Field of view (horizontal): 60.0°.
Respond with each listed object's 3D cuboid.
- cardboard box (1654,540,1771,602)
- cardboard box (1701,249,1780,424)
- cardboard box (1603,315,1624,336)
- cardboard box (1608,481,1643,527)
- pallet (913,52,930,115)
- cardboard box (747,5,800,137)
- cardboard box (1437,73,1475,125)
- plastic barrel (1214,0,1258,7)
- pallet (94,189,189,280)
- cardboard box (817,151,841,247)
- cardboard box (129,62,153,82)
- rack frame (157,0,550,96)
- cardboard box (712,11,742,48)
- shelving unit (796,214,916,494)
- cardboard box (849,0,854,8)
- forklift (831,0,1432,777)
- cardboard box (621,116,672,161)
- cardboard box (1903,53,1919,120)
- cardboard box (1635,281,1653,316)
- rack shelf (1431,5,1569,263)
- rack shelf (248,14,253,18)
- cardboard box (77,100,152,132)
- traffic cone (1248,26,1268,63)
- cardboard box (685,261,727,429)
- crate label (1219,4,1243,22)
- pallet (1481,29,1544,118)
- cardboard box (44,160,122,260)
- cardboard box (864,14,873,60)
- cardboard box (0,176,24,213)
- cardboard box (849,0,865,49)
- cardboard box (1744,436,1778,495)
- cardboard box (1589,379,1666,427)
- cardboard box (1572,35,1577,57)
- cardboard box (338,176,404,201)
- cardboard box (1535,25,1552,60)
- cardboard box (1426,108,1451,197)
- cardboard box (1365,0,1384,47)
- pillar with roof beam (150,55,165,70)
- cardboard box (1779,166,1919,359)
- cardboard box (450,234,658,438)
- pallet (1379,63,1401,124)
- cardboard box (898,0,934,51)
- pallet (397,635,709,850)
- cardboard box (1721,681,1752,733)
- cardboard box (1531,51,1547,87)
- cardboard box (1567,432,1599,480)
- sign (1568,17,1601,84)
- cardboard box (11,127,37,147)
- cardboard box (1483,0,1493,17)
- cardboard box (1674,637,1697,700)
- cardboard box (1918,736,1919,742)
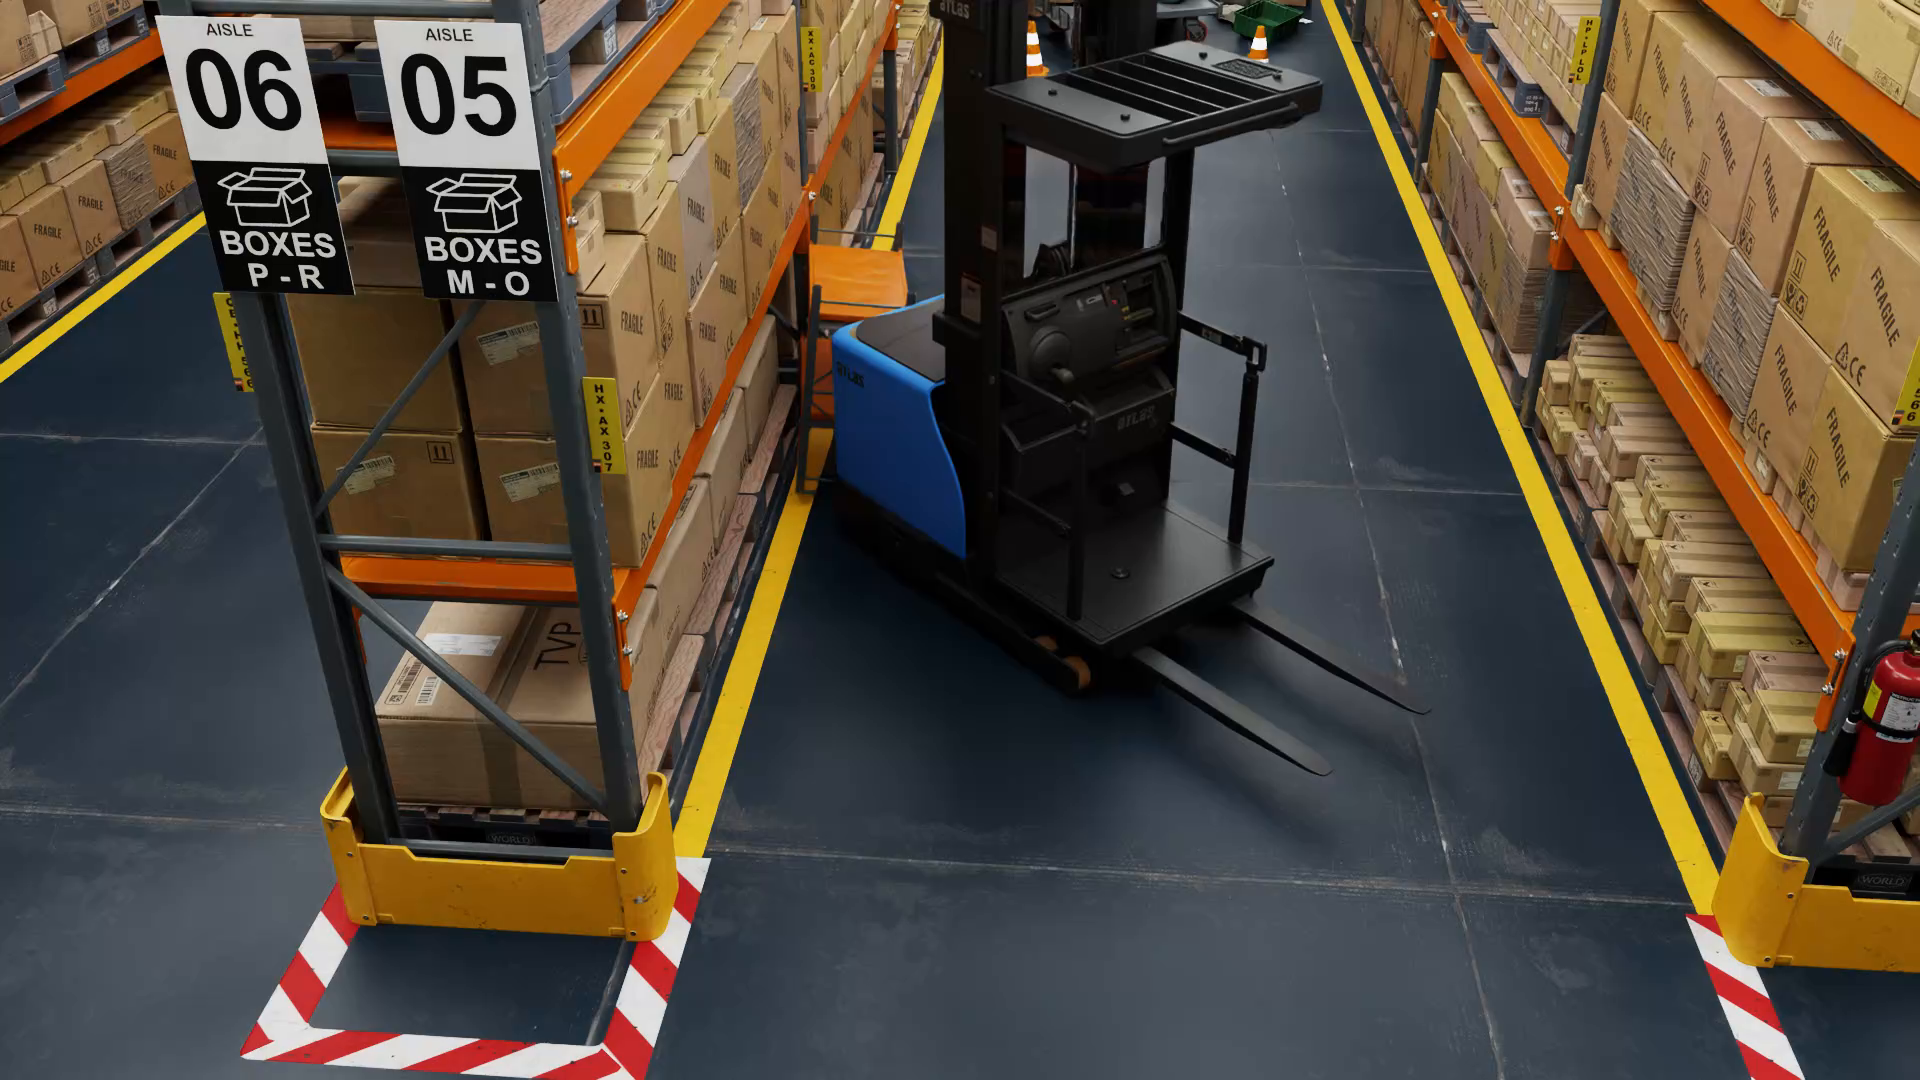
[{"bbox_3d":[3.124,0.138,6.917,0.380,0.149,0.250,4,32,6],"label":"cardboard box"},{"bbox_3d":[3.169,-0.760,6.246,0.500,0.500,0.500,3,32,4],"label":"cardboard box"},{"bbox_3d":[3.960,-1.392,9.632,0.500,0.500,0.500,4,32,6],"label":"cardboard box"},{"bbox_3d":[3.218,-0.140,7.651,0.380,0.149,0.250,2,32,4],"label":"cardboard box"},{"bbox_3d":[-0.813,-4.010,14.556,1.003,0.211,1.213,2,32,4],"label":"pallet"},{"bbox_3d":[-1.069,-2.270,8.027,0.500,0.500,0.500,2,32,4],"label":"cardboard box"},{"bbox_3d":[3.664,-3.077,11.652,0.500,0.250,0.500,1,32,2],"label":"cardboard box"},{"bbox_3d":[2.851,-5.647,17.010,0.512,0.421,0.421,27,41,37],"label":"plastic barrel"},{"bbox_3d":[-6.128,-2.150,11.538,1.003,0.211,1.213,2,32,4],"label":"pallet"},{"bbox_3d":[-1.269,-2.135,10.481,0.875,0.875,0.875,3,32,5],"label":"cardboard box"},{"bbox_3d":[-6.281,-3.494,12.424,0.380,0.149,0.250,4,32,7],"label":"cardboard box"},{"bbox_3d":[-1.632,-2.523,3.767,1.000,3.000,0.127,2,32,4],"label":"rack frame"},{"bbox_3d":[-1.176,-2.234,7.350,0.380,0.149,0.250,2,32,4],"label":"cardboard box"},{"bbox_3d":[-0.570,-0.973,8.713,0.538,1.125,1.048,4,30,-8],"label":"shelving unit"},{"bbox_3d":[-0.891,-3.547,10.098,0.500,0.500,0.500,2,32,3],"label":"cardboard box"},{"bbox_3d":[0.697,-0.882,6.887,1.130,2.935,3.031,-23,38,-32],"label":"forklift"},{"bbox_3d":[-1.269,-1.436,6.055,0.380,0.149,0.250,3,32,4],"label":"cardboard box"},{"bbox_3d":[3.084,-1.273,4.740,0.500,0.250,0.500,2,32,3],"label":"cardboard box"},{"bbox_3d":[3.257,-1.110,7.432,0.380,0.149,0.250,3,32,5],"label":"cardboard box"},{"bbox_3d":[3.799,-2.642,10.363,1.077,0.370,4.000,2,32,4],"label":"rack shelf"},{"bbox_3d":[-5.765,-5.102,14.355,1.077,0.370,4.000,2,32,4],"label":"rack shelf"},{"bbox_3d":[-5.859,-2.938,11.522,0.380,0.149,0.250,2,32,3],"label":"cardboard box"},{"bbox_3d":[2.673,-4.369,14.898,0.336,0.463,0.334,2,32,4],"label":"traffic cone"},{"bbox_3d":[-1.234,-0.781,6.563,0.500,0.500,0.500,2,32,4],"label":"cardboard box"},{"bbox_3d":[2.745,-5.285,16.695,0.298,0.136,0.250,-20,37,-29],"label":"crate label"},{"bbox_3d":[3.841,-2.875,10.239,1.003,0.211,1.213,2,32,4],"label":"pallet"},{"bbox_3d":[-5.911,-2.168,10.892,0.500,0.500,0.500,2,32,3],"label":"cardboard box"},{"bbox_3d":[-0.846,-3.283,10.860,0.500,0.250,0.500,2,32,3],"label":"cardboard box"},{"bbox_3d":[-6.004,-2.121,10.196,0.380,0.149,0.250,1,32,1],"label":"cardboard box"},{"bbox_3d":[-0.868,-3.229,10.297,0.500,0.250,0.500,2,32,2],"label":"cardboard box"},{"bbox_3d":[3.116,-0.281,6.086,0.380,0.149,0.250,3,32,5],"label":"cardboard box"},{"bbox_3d":[3.348,-0.673,8.234,0.380,0.149,0.250,2,32,3],"label":"cardboard box"},{"bbox_3d":[3.495,-2.586,8.859,0.380,0.149,0.250,2,32,3],"label":"cardboard box"},{"bbox_3d":[-1.868,-1.182,5.642,0.380,0.149,0.250,2,32,4],"label":"cardboard box"},{"bbox_3d":[3.555,-2.864,9.593,0.380,0.149,0.250,1,32,1],"label":"cardboard box"},{"bbox_3d":[3.650,-2.749,11.835,0.500,0.500,0.500,1,32,2],"label":"cardboard box"},{"bbox_3d":[4.326,-4.978,15.213,1.050,0.750,0.750,2,32,4],"label":"cardboard box"},{"bbox_3d":[-2.429,-7.453,11.766,9.100,9.000,0.400,2,32,4],"label":"pillar with roof beam"},{"bbox_3d":[3.141,-0.920,5.552,0.500,0.500,0.500,1,32,2],"label":"cardboard box"},{"bbox_3d":[-1.309,-0.676,5.440,0.500,0.500,0.500,2,32,3],"label":"cardboard box"},{"bbox_3d":[4.203,-3.852,14.299,1.003,0.211,1.213,2,32,4],"label":"pallet"},{"bbox_3d":[-0.750,-4.654,15.047,0.950,0.372,0.625,4,32,7],"label":"cardboard box"},{"bbox_3d":[-1.644,0.797,6.756,1.003,0.211,1.213,2,32,4],"label":"pallet"},{"bbox_3d":[3.144,0.675,6.329,0.380,0.149,0.250,2,32,3],"label":"cardboard box"},{"bbox_3d":[3.551,-2.733,9.665,0.380,0.149,0.250,1,32,2],"label":"cardboard box"},{"bbox_3d":[3.296,-0.419,8.388,0.380,0.149,0.250,2,32,4],"label":"cardboard box"},{"bbox_3d":[3.082,-2.417,8.209,0.100,0.325,0.005,2,32,4],"label":"sign"},{"bbox_3d":[-6.397,-2.676,11.097,0.380,0.149,0.250,1,32,2],"label":"cardboard box"},{"bbox_3d":[3.681,-3.559,11.005,0.380,0.149,0.250,4,32,6],"label":"cardboard box"},{"bbox_3d":[3.180,0.537,6.836,0.380,0.149,0.250,3,32,4],"label":"cardboard box"},{"bbox_3d":[3.692,0.712,5.986,0.380,0.149,0.250,1,32,2],"label":"cardboard box"}]
